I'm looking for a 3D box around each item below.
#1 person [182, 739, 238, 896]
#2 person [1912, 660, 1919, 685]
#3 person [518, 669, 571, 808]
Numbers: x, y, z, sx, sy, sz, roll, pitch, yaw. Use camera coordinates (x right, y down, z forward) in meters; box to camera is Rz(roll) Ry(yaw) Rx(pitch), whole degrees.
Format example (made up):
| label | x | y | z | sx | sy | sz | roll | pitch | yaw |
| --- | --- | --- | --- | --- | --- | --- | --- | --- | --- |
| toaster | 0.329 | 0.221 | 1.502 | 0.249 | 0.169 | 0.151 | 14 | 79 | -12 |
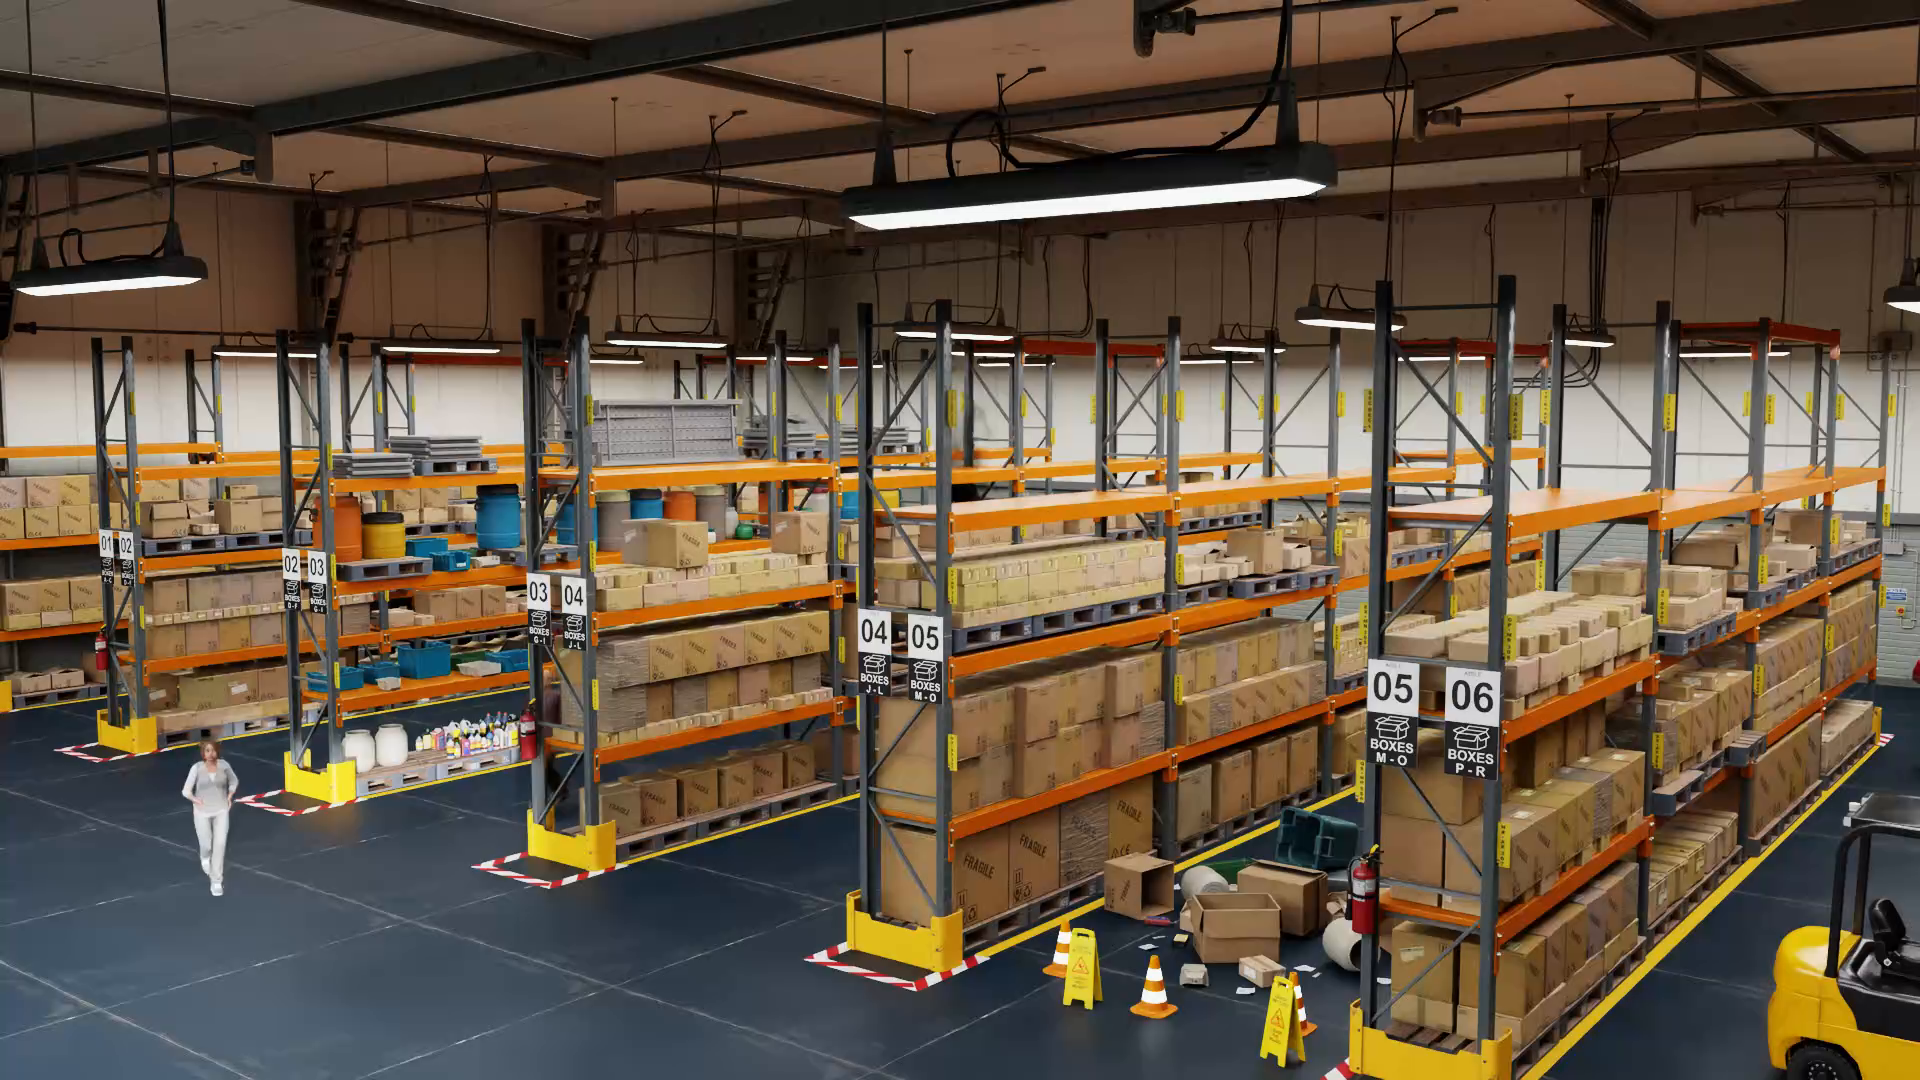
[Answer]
| label | x | y | z | sx | sy | sz | roll | pitch | yaw |
| --- | --- | --- | --- | --- | --- | --- | --- | --- | --- |
| person | -7.804 | 2.856 | 17.351 | 0.548 | 1.575 | 0.802 | -3 | 6 | -29 |
| person | 13.782 | 2.288 | 23.422 | 0.696 | 1.756 | 0.897 | 4 | 6 | 39 |
| person | -5.069 | 2.502 | 20.390 | 0.677 | 1.846 | 0.865 | 3 | 6 | 33 |
